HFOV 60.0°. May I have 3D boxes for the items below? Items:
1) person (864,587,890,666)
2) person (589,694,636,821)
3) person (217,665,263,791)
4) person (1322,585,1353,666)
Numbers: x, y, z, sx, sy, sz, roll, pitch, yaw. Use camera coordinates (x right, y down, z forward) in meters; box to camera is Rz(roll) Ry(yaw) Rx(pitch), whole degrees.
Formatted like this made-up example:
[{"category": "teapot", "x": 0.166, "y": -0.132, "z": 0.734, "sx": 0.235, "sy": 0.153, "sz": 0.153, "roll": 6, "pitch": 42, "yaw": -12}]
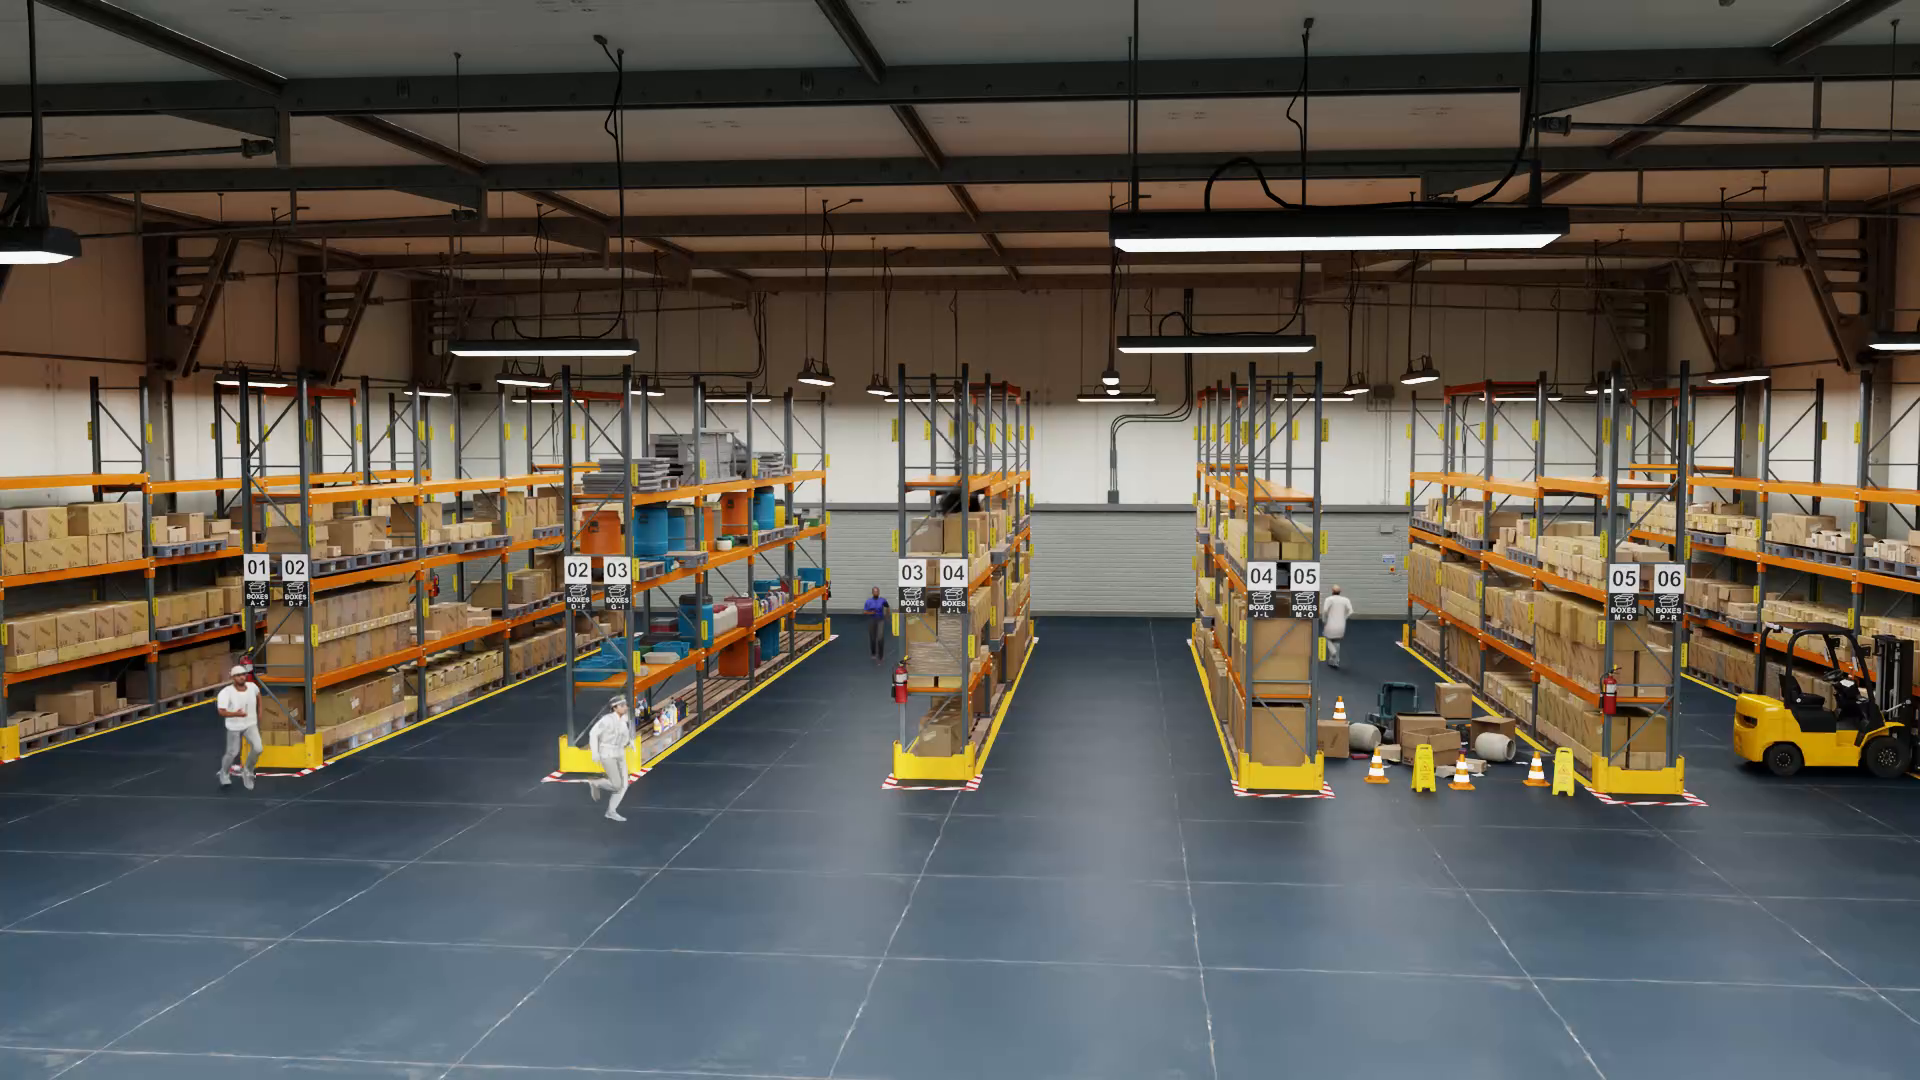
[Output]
[{"category": "person", "x": -1.803, "y": 1.929, "z": 36.037, "sx": 0.539, "sy": 1.648, "sz": 0.786, "roll": 0, "pitch": 4, "yaw": 0}, {"category": "person", "x": -4.521, "y": 2.816, "z": 21.598, "sx": 0.653, "sy": 1.652, "sz": 0.651, "roll": 2, "pitch": 4, "yaw": 30}, {"category": "person", "x": -10.057, "y": 2.626, "z": 23.307, "sx": 0.864, "sy": 1.764, "sz": 0.715, "roll": 4, "pitch": 5, "yaw": 44}, {"category": "person", "x": 8.082, "y": 1.839, "z": 35.737, "sx": 0.708, "sy": 1.740, "sz": 0.633, "roll": 0, "pitch": 4, "yaw": -7}]
